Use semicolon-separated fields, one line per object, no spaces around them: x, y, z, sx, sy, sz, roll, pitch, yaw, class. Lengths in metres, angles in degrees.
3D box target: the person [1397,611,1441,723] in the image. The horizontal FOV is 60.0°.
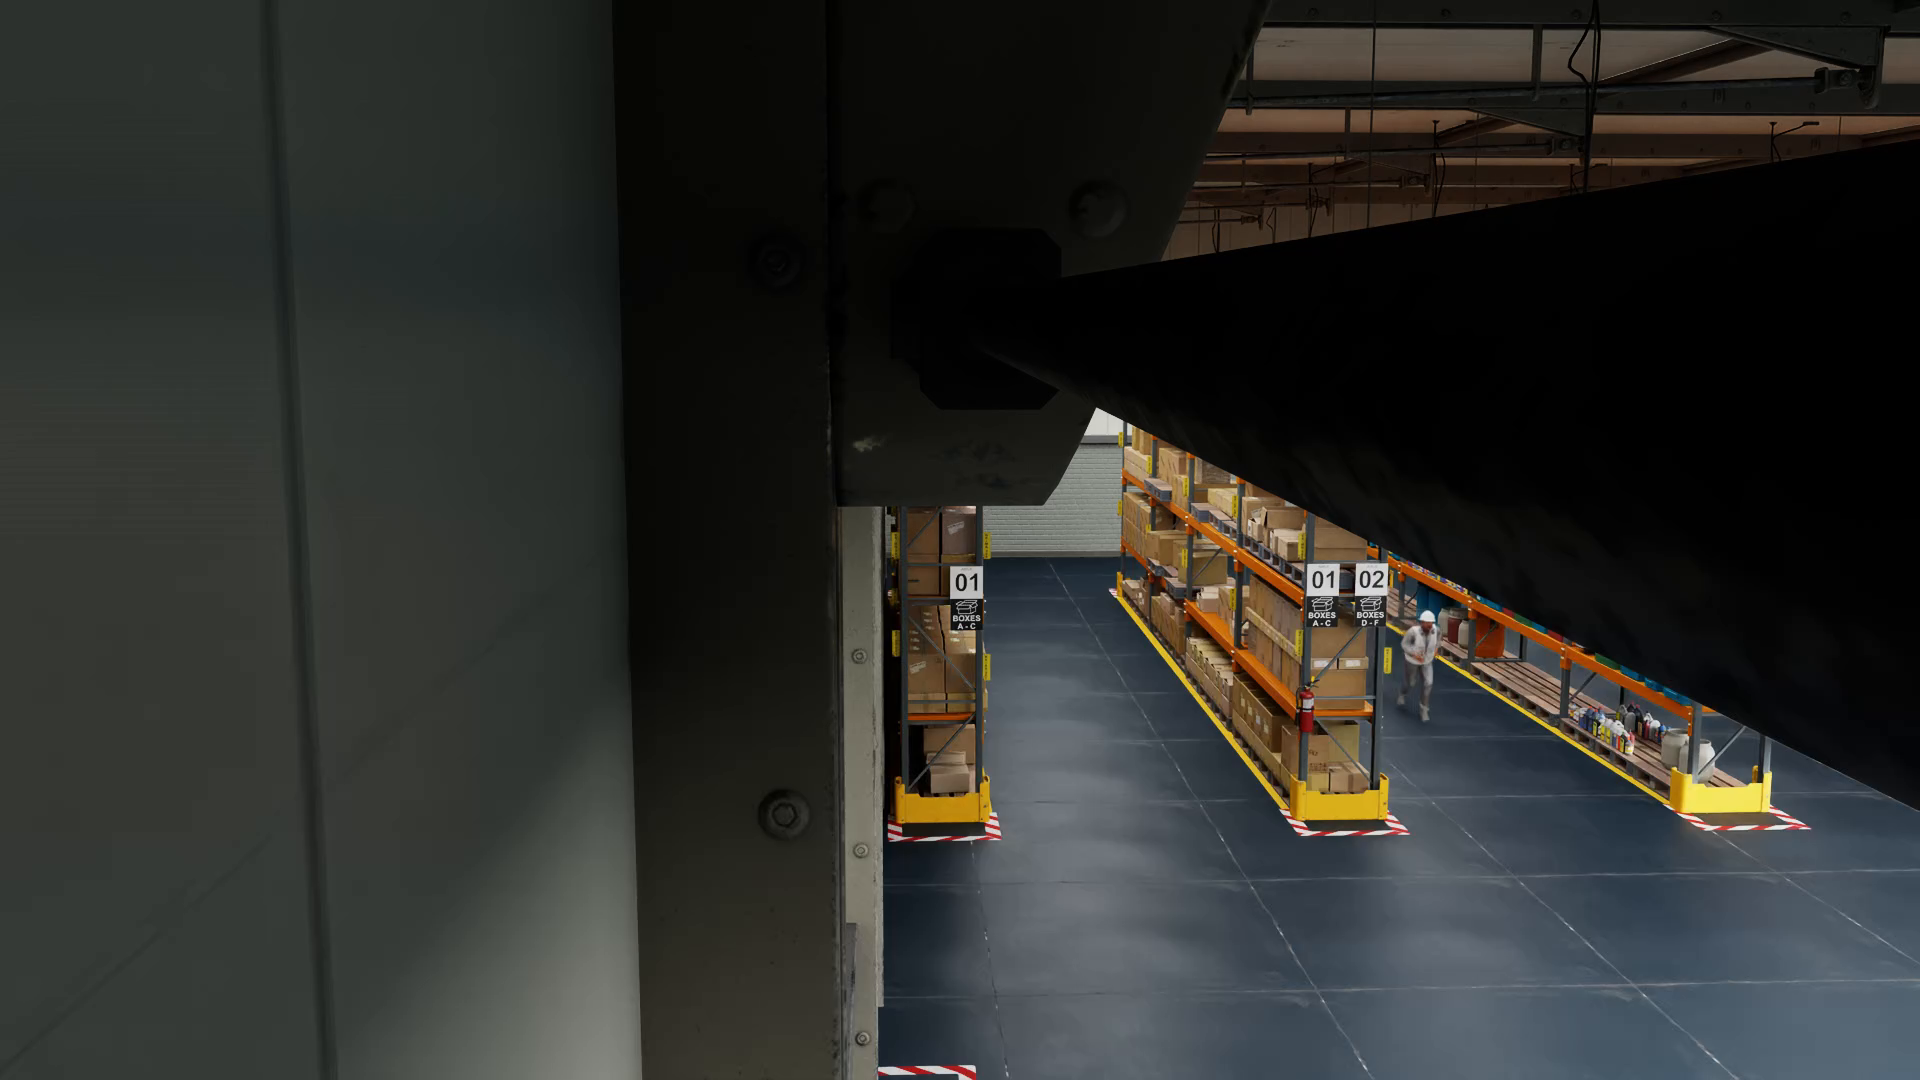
7.090;1.893;25.797;0.698;1.733;1.032;-2;8;-13;person
